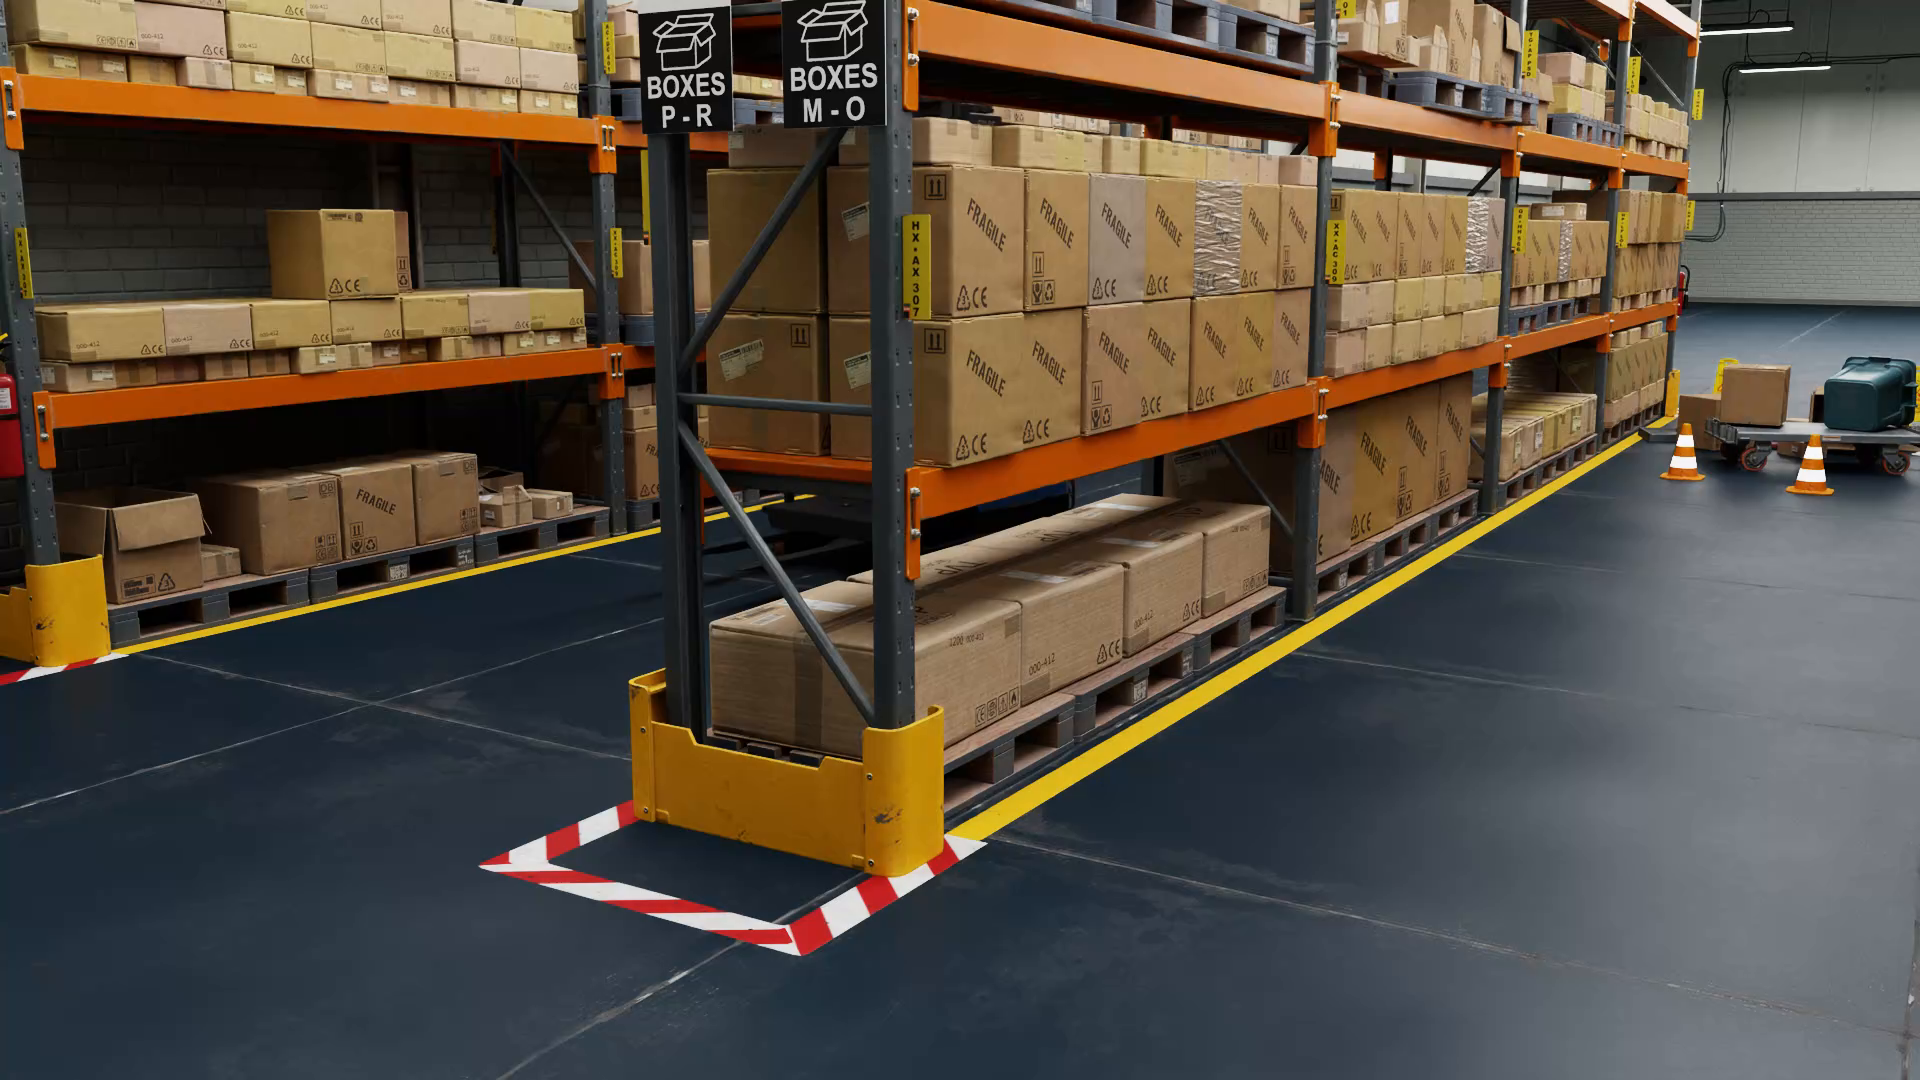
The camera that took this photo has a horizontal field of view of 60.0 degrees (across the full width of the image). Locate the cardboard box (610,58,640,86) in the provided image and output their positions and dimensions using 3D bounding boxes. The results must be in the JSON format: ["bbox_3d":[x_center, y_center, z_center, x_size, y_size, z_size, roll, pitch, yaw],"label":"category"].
[{"bbox_3d":[-2.280,-3.167,11.252,0.380,0.149,0.250,7,12,32],"label":"cardboard box"}]

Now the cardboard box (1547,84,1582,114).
[{"bbox_3d":[4.911,-3.678,13.980,0.500,0.250,0.500,7,12,31],"label":"cardboard box"}]

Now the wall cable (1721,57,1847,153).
[{"bbox_3d":[22.871,-12.117,46.352,3.097,2.526,0.112,6,12,31],"label":"wall cable"}]

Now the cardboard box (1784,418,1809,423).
[{"bbox_3d":[8.746,-1.165,17.187,0.250,0.149,0.380,-6,12,-28],"label":"cardboard box"}]

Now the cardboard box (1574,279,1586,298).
[{"bbox_3d":[5.207,-2.188,14.444,0.380,0.149,0.250,7,12,31],"label":"cardboard box"}]

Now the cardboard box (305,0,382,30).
[{"bbox_3d":[-3.621,-3.001,9.334,0.500,0.250,0.500,7,13,32],"label":"cardboard box"}]

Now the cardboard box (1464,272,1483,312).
[{"bbox_3d":[3.249,-1.698,11.334,0.500,0.250,0.500,6,12,29],"label":"cardboard box"}]

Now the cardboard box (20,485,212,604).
[{"bbox_3d":[-4.453,0.011,8.801,0.797,0.503,0.637,6,12,28],"label":"cardboard box"}]

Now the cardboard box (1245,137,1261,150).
[{"bbox_3d":[3.434,-5.125,20.757,0.500,0.500,0.500,7,13,33],"label":"cardboard box"}]

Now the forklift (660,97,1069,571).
[{"bbox_3d":[-0.550,-1.312,10.409,1.130,2.935,3.031,8,13,37],"label":"forklift"}]

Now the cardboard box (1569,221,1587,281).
[{"bbox_3d":[5.050,-2.485,14.268,0.500,0.500,0.500,7,13,33],"label":"cardboard box"}]

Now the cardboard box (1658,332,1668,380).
[{"bbox_3d":[7.506,-2.038,18.395,0.500,0.500,0.500,6,12,31],"label":"cardboard box"}]

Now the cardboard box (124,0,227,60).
[{"bbox_3d":[-4.141,-2.595,8.526,0.500,0.250,0.500,7,13,32],"label":"cardboard box"}]

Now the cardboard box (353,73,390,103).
[{"bbox_3d":[-3.483,-2.573,9.491,0.380,0.149,0.250,7,13,32],"label":"cardboard box"}]

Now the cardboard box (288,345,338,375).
[{"bbox_3d":[-3.735,-1.022,9.361,0.380,0.149,0.250,6,12,29],"label":"cardboard box"}]

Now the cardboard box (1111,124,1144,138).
[{"bbox_3d":[1.871,-4.458,18.147,0.380,0.149,0.250,7,13,32],"label":"cardboard box"}]

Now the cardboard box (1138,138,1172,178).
[{"bbox_3d":[0.655,-1.578,6.892,0.380,0.149,0.250,6,12,29],"label":"cardboard box"}]

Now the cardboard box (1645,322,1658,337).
[{"bbox_3d":[7.240,-2.253,17.783,0.380,0.149,0.250,7,12,32],"label":"cardboard box"}]

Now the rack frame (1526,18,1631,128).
[{"bbox_3d":[5.623,-5.285,15.144,1.000,3.000,0.127,6,12,31],"label":"rack frame"}]

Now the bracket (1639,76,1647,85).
[{"bbox_3d":[19.648,-13.256,47.938,0.235,0.232,0.430,6,12,31],"label":"bracket"}]

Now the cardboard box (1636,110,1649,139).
[{"bbox_3d":[6.345,-4.008,16.074,0.500,0.250,0.500,6,12,30],"label":"cardboard box"}]

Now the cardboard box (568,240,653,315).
[{"bbox_3d":[-2.333,-1.862,11.750,0.700,0.500,0.500,7,13,32],"label":"cardboard box"}]

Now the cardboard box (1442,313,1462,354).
[{"bbox_3d":[2.978,-1.370,10.940,0.500,0.250,0.500,6,12,30],"label":"cardboard box"}]

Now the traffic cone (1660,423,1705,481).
[{"bbox_3d":[6.176,-0.760,14.173,0.336,0.463,0.334,6,12,31],"label":"traffic cone"}]

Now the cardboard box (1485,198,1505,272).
[{"bbox_3d":[3.501,-2.141,11.666,0.500,0.500,0.500,6,12,29],"label":"cardboard box"}]

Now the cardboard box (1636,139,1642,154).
[{"bbox_3d":[6.524,-3.875,16.444,0.380,0.149,0.250,6,12,29],"label":"cardboard box"}]

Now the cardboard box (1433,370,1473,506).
[{"bbox_3d":[3.116,-0.768,11.955,0.875,0.875,0.875,6,12,30],"label":"cardboard box"}]

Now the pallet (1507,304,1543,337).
[{"bbox_3d":[3.825,-1.735,13.006,1.213,0.211,1.003,6,12,31],"label":"pallet"}]

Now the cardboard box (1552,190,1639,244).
[{"bbox_3d":[6.037,-3.071,15.826,0.700,0.500,0.500,6,12,30],"label":"cardboard box"}]

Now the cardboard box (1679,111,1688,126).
[{"bbox_3d":[7.776,-4.627,18.295,0.380,0.149,0.250,7,12,31],"label":"cardboard box"}]

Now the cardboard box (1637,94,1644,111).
[{"bbox_3d":[6.320,-4.182,15.918,0.380,0.149,0.250,6,12,29],"label":"cardboard box"}]

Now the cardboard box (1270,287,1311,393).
[{"bbox_3d":[1.447,-1.030,8.446,0.500,0.500,0.500,7,12,31],"label":"cardboard box"}]

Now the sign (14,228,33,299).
[{"bbox_3d":[-4.388,-1.296,7.788,0.100,0.325,0.005,6,12,31],"label":"sign"}]

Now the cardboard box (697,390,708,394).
[{"bbox_3d":[-1.868,-1.052,12.724,0.380,0.149,0.250,6,12,31],"label":"cardboard box"}]

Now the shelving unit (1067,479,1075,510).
[{"bbox_3d":[0.589,-0.713,11.914,0.258,1.200,0.503,8,13,37],"label":"shelving unit"}]

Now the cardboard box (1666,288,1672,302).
[{"bbox_3d":[7.651,-2.712,18.386,0.380,0.149,0.250,6,12,30],"label":"cardboard box"}]

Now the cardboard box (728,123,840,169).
[{"bbox_3d":[-0.592,-1.384,5.858,0.380,0.149,0.250,7,12,31],"label":"cardboard box"}]

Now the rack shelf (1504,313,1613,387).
[{"bbox_3d":[4.584,-1.668,14.082,1.077,0.370,4.000,6,12,31],"label":"rack shelf"}]

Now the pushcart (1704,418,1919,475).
[{"bbox_3d":[7.597,-0.837,14.816,1.648,0.377,0.936,2,11,11],"label":"pushcart"}]

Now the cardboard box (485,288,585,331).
[{"bbox_3d":[-2.831,-1.521,10.939,0.500,0.250,0.500,7,13,32],"label":"cardboard box"}]

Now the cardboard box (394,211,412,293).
[{"bbox_3d":[-3.775,-1.784,10.307,0.500,0.500,0.500,6,12,29],"label":"cardboard box"}]

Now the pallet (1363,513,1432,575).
[{"bbox_3d":[2.438,-0.029,10.947,1.003,0.211,1.213,6,12,31],"label":"pallet"}]

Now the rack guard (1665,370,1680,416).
[{"bbox_3d":[7.660,-1.725,19.222,1.175,0.500,0.348,6,12,31],"label":"rack guard"}]

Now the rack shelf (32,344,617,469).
[{"bbox_3d":[-3.813,-0.883,9.891,1.077,0.370,4.000,6,12,31],"label":"rack shelf"}]

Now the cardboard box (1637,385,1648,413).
[{"bbox_3d":[6.967,-1.504,17.581,0.500,0.250,0.500,6,12,29],"label":"cardboard box"}]

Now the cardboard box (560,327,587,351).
[{"bbox_3d":[-2.725,-1.354,11.132,0.380,0.149,0.250,7,12,31],"label":"cardboard box"}]

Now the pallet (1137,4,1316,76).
[{"bbox_3d":[1.036,-2.381,8.025,1.003,0.211,1.213,6,12,31],"label":"pallet"}]

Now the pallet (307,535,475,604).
[{"bbox_3d":[-3.765,0.120,10.156,1.003,0.211,1.213,6,12,31],"label":"pallet"}]

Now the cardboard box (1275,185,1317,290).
[{"bbox_3d":[1.460,-1.518,8.337,0.500,0.500,0.500,6,12,30],"label":"cardboard box"}]

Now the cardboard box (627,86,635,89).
[{"bbox_3d":[-2.440,-3.296,11.943,0.380,0.149,0.250,6,12,29],"label":"cardboard box"}]

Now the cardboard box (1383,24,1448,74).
[{"bbox_3d":[2.717,-2.947,10.029,0.396,0.266,0.258,8,13,35],"label":"cardboard box"}]

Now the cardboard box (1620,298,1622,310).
[{"bbox_3d":[6.259,-2.321,16.297,0.380,0.149,0.250,6,12,30],"label":"cardboard box"}]

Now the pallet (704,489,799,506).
[{"bbox_3d":[-1.752,-0.505,13.493,1.003,0.211,1.213,6,12,31],"label":"pallet"}]
